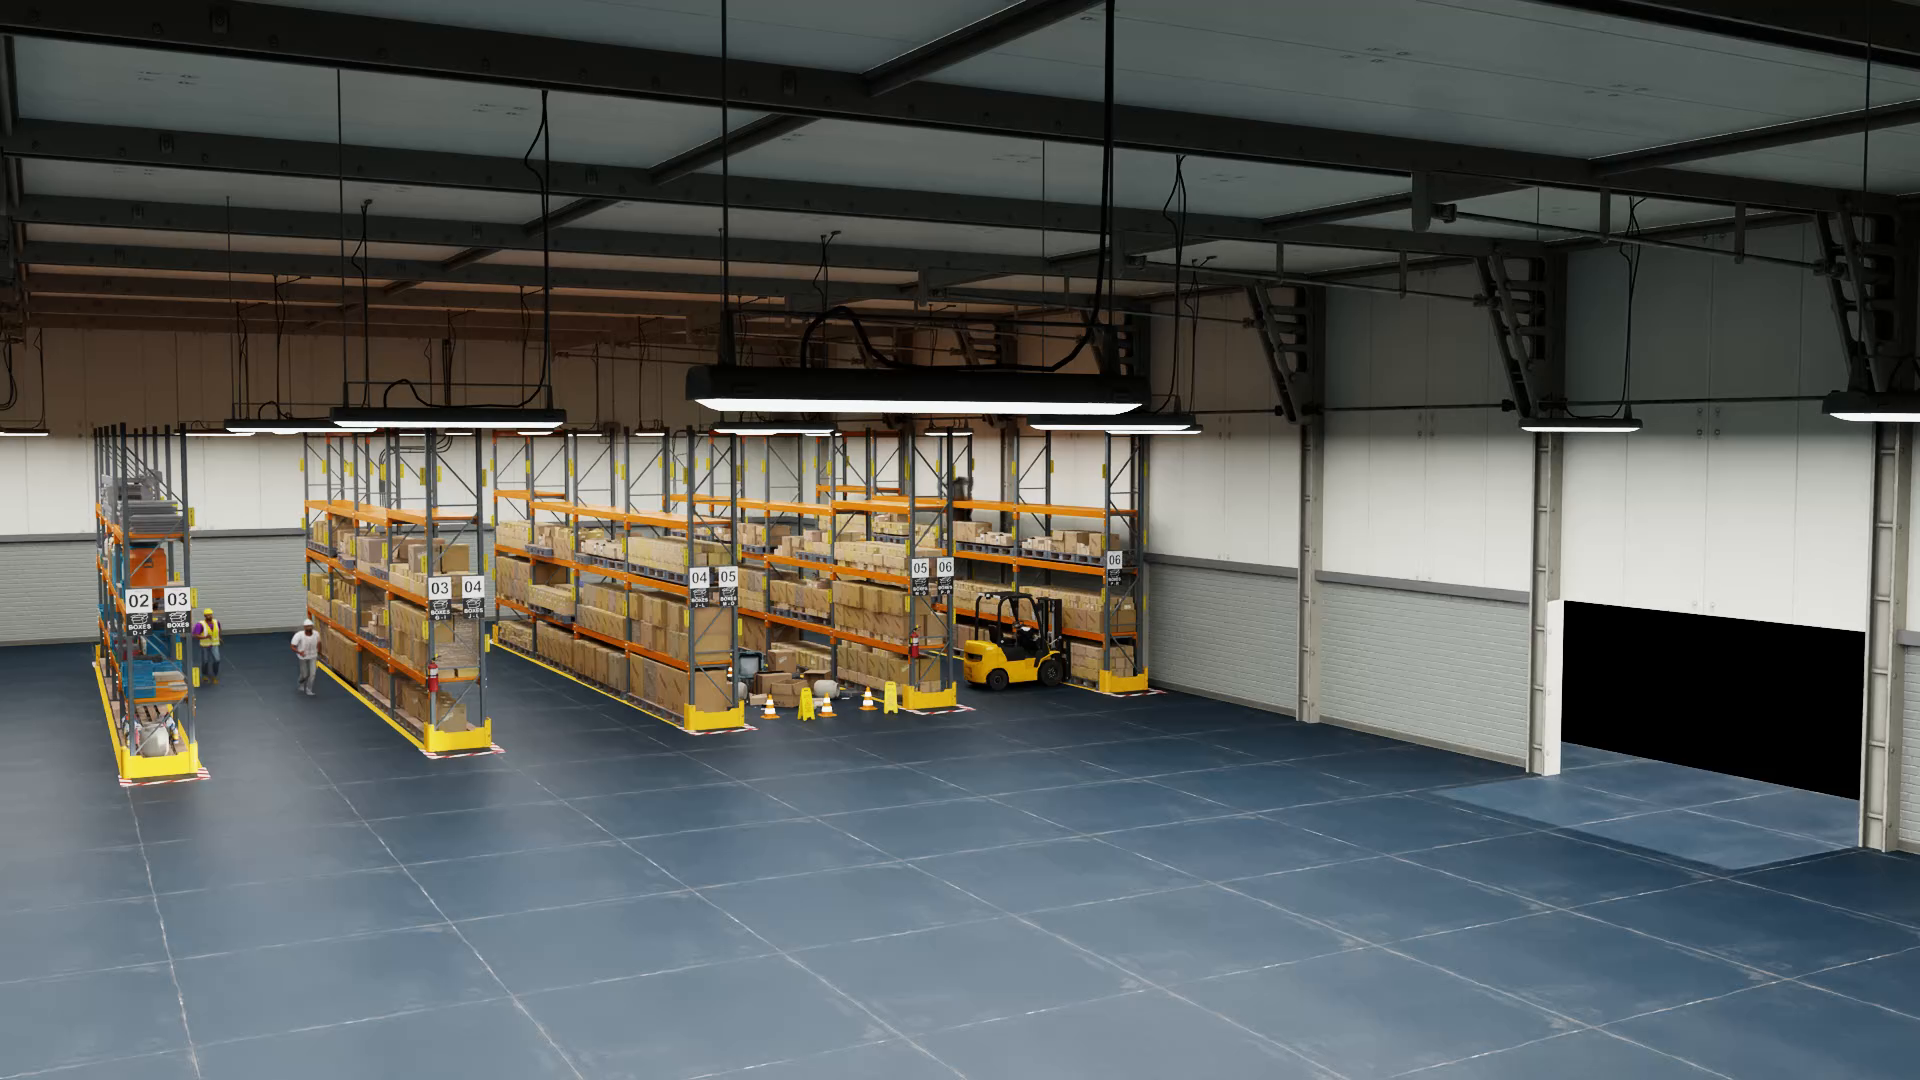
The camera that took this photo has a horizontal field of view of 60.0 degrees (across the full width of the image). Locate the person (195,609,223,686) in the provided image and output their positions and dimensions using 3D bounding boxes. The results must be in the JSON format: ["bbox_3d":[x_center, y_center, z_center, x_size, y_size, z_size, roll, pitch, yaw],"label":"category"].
[{"bbox_3d":[-17.497,2.498,38.772,0.654,1.811,0.833,-3,4,-38],"label":"person"}]

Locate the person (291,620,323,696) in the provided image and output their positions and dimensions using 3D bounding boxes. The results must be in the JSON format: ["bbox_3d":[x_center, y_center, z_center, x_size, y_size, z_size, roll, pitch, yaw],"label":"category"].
[{"bbox_3d":[-14.644,2.623,37.245,0.697,1.713,0.766,-3,4,-37],"label":"person"}]
